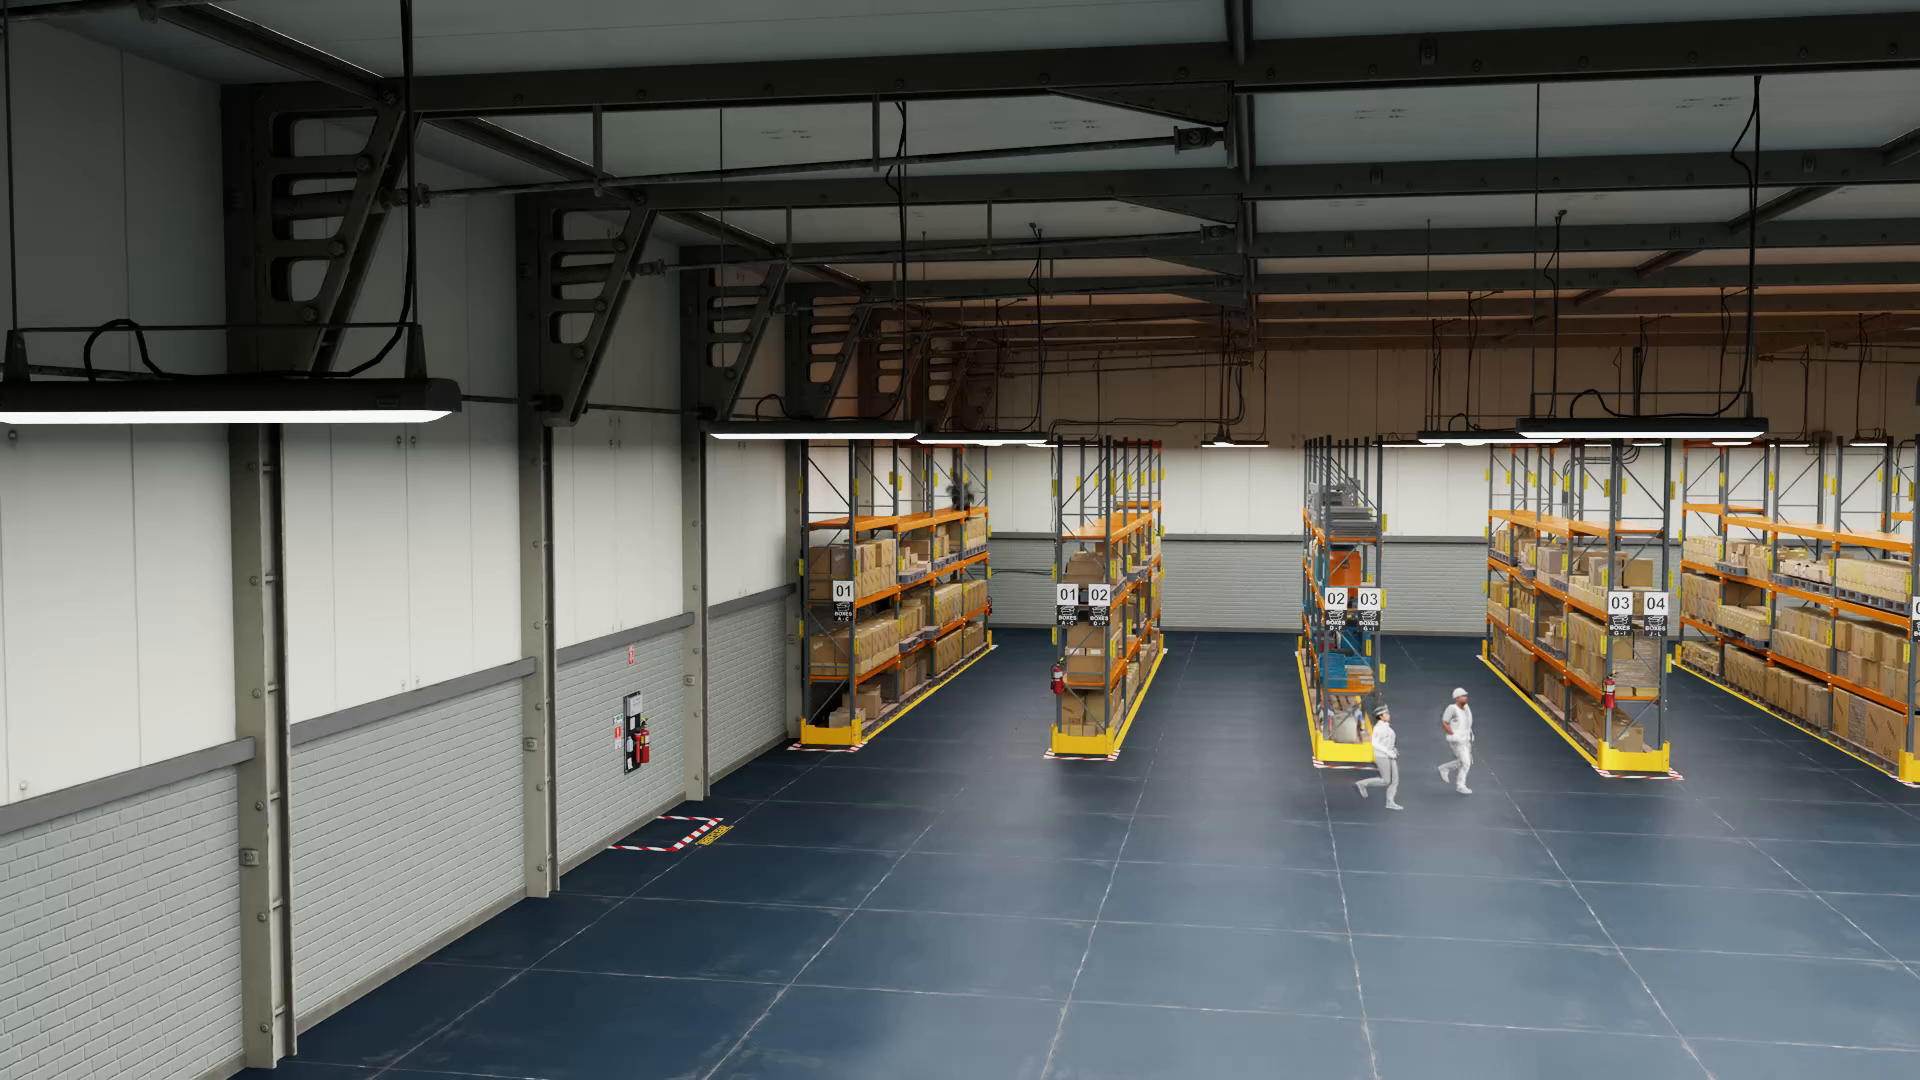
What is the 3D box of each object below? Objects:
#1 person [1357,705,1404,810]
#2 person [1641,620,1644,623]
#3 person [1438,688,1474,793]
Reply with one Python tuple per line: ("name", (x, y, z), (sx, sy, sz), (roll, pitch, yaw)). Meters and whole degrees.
("person", (6.741, 3.454, 26.563), (0.742, 1.661, 0.617), (2, 4, 32))
("person", (18.128, 2.417, 45.163), (0.709, 1.769, 0.654), (-2, 4, -32))
("person", (8.316, 3.344, 27.919), (0.707, 1.742, 0.685), (-3, 4, -45))
